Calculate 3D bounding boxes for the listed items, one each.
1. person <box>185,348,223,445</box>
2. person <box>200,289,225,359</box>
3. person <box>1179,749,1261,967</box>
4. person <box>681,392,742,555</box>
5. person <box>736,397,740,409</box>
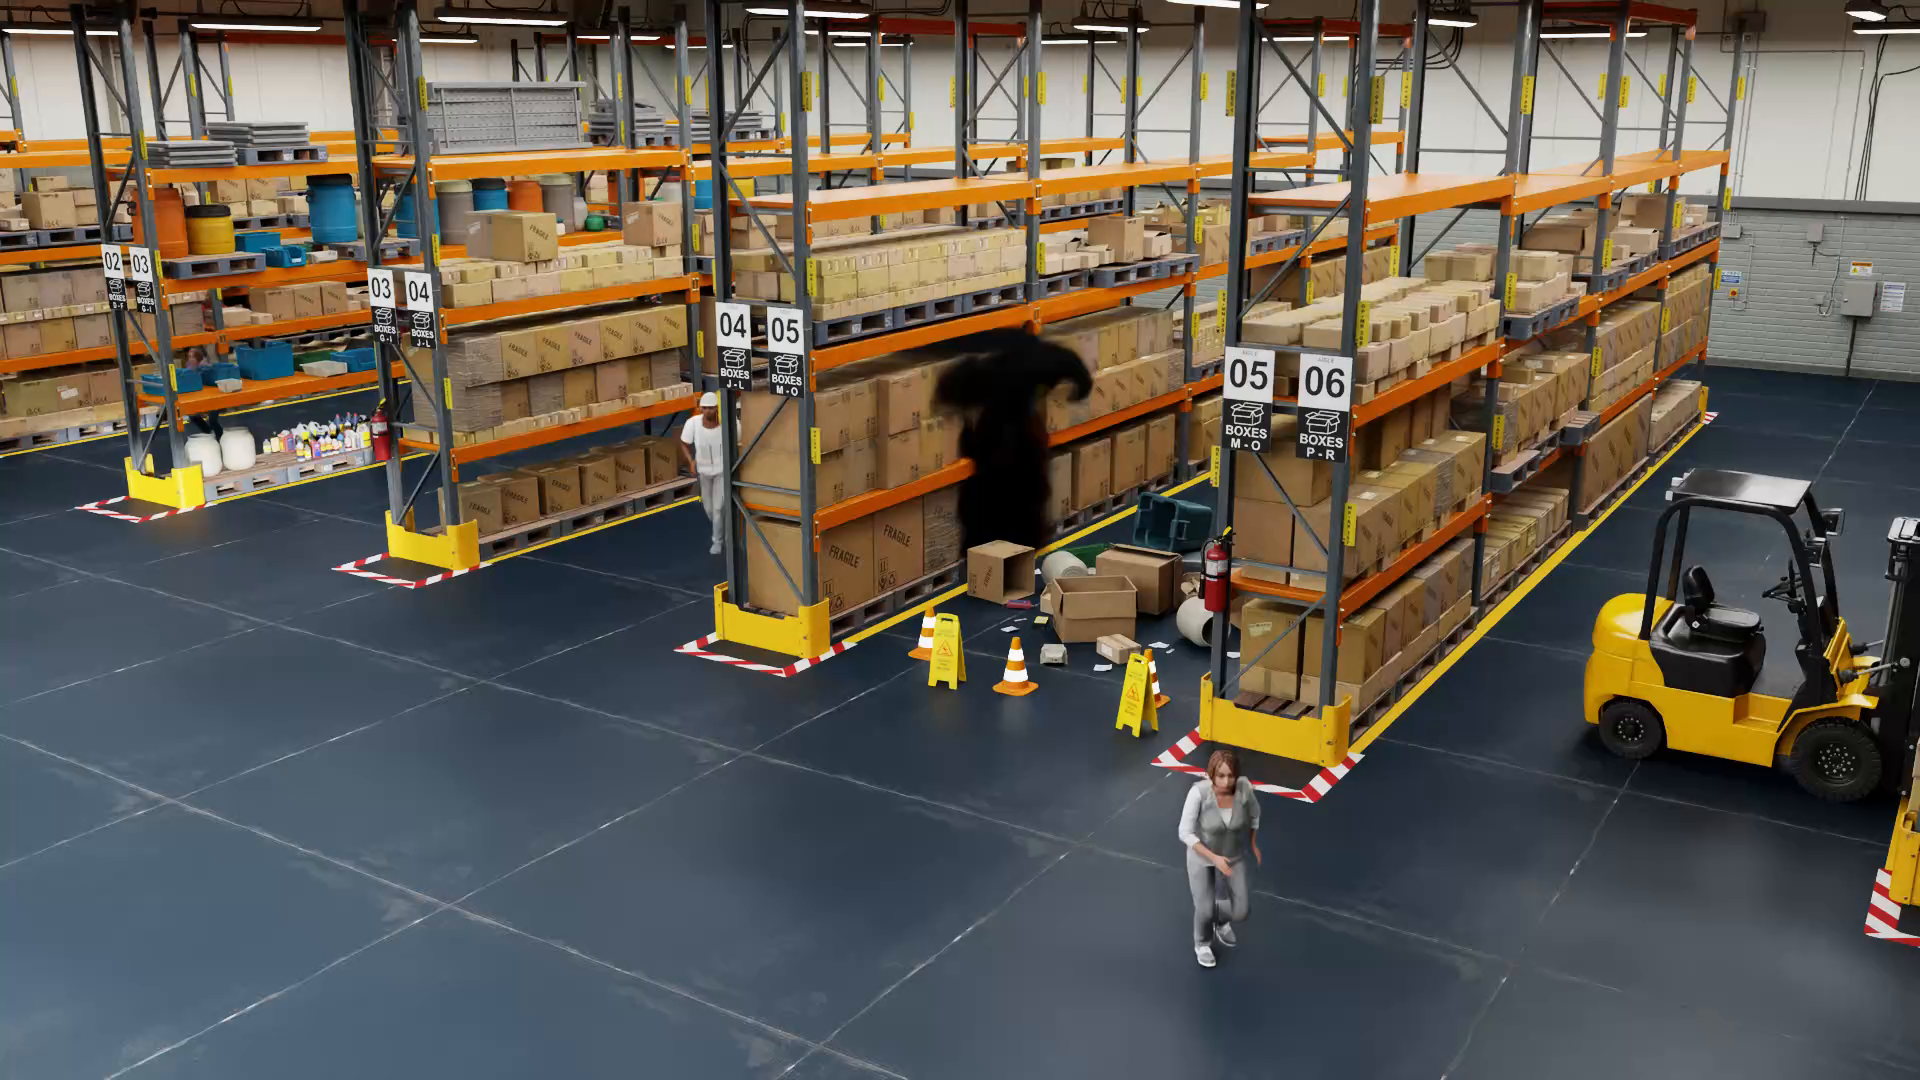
[{"bbox_3d":[-10.659,-1.968,23.420,0.543,1.515,0.785,1,16,3],"label":"person"},{"bbox_3d":[-12.888,-3.498,28.699,0.672,1.684,0.647,5,16,18],"label":"person"},{"bbox_3d":[1.514,1.870,9.727,0.524,1.492,0.704,-2,16,-6],"label":"person"},{"bbox_3d":[-2.592,-0.731,17.646,0.702,1.753,0.717,2,16,6],"label":"person"},{"bbox_3d":[-3.643,-2.898,26.345,0.695,1.792,0.766,6,17,19],"label":"person"}]
